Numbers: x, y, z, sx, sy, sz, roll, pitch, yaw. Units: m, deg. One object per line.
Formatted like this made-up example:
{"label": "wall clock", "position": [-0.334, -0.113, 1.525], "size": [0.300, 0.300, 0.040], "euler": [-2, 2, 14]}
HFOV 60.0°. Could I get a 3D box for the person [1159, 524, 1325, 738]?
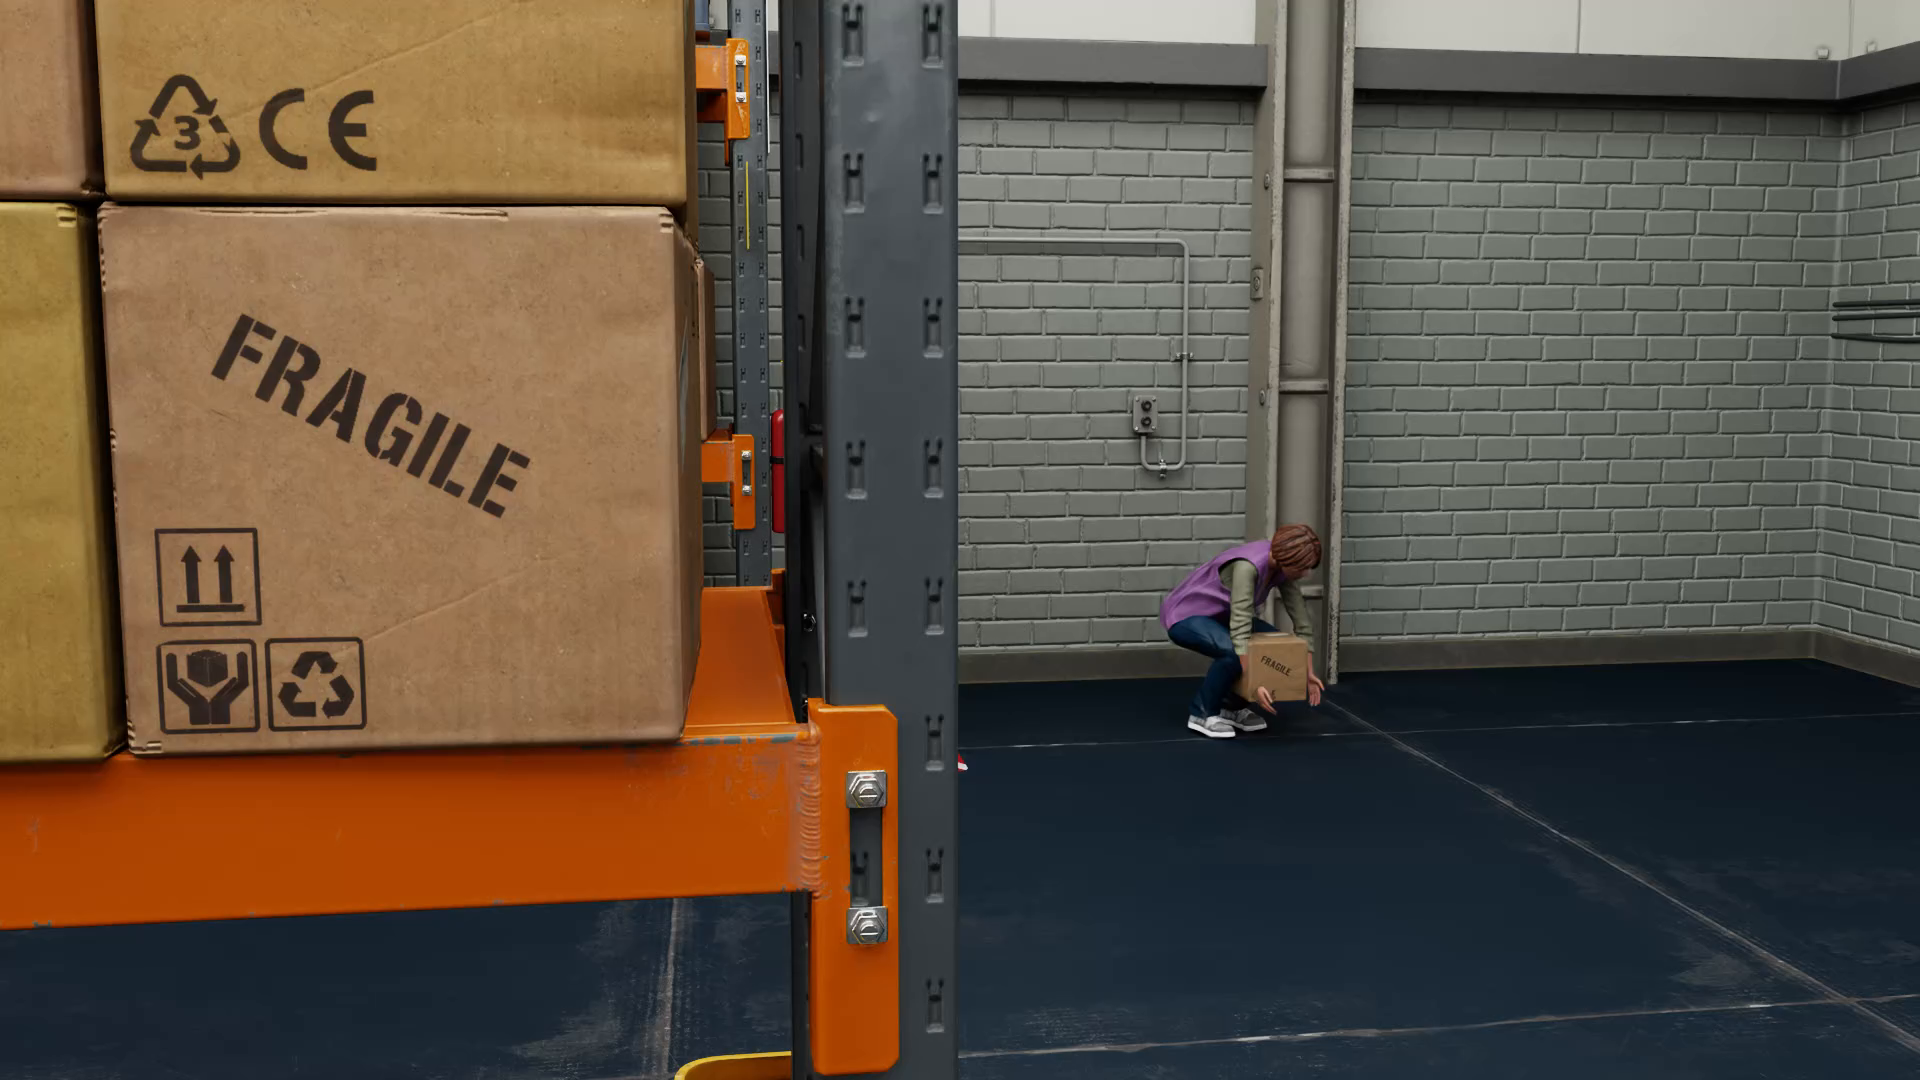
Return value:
{"label": "person", "position": [1.214, 0.382, 7.168], "size": [0.446, 0.925, 0.762], "euler": [-5, 8, -37]}
